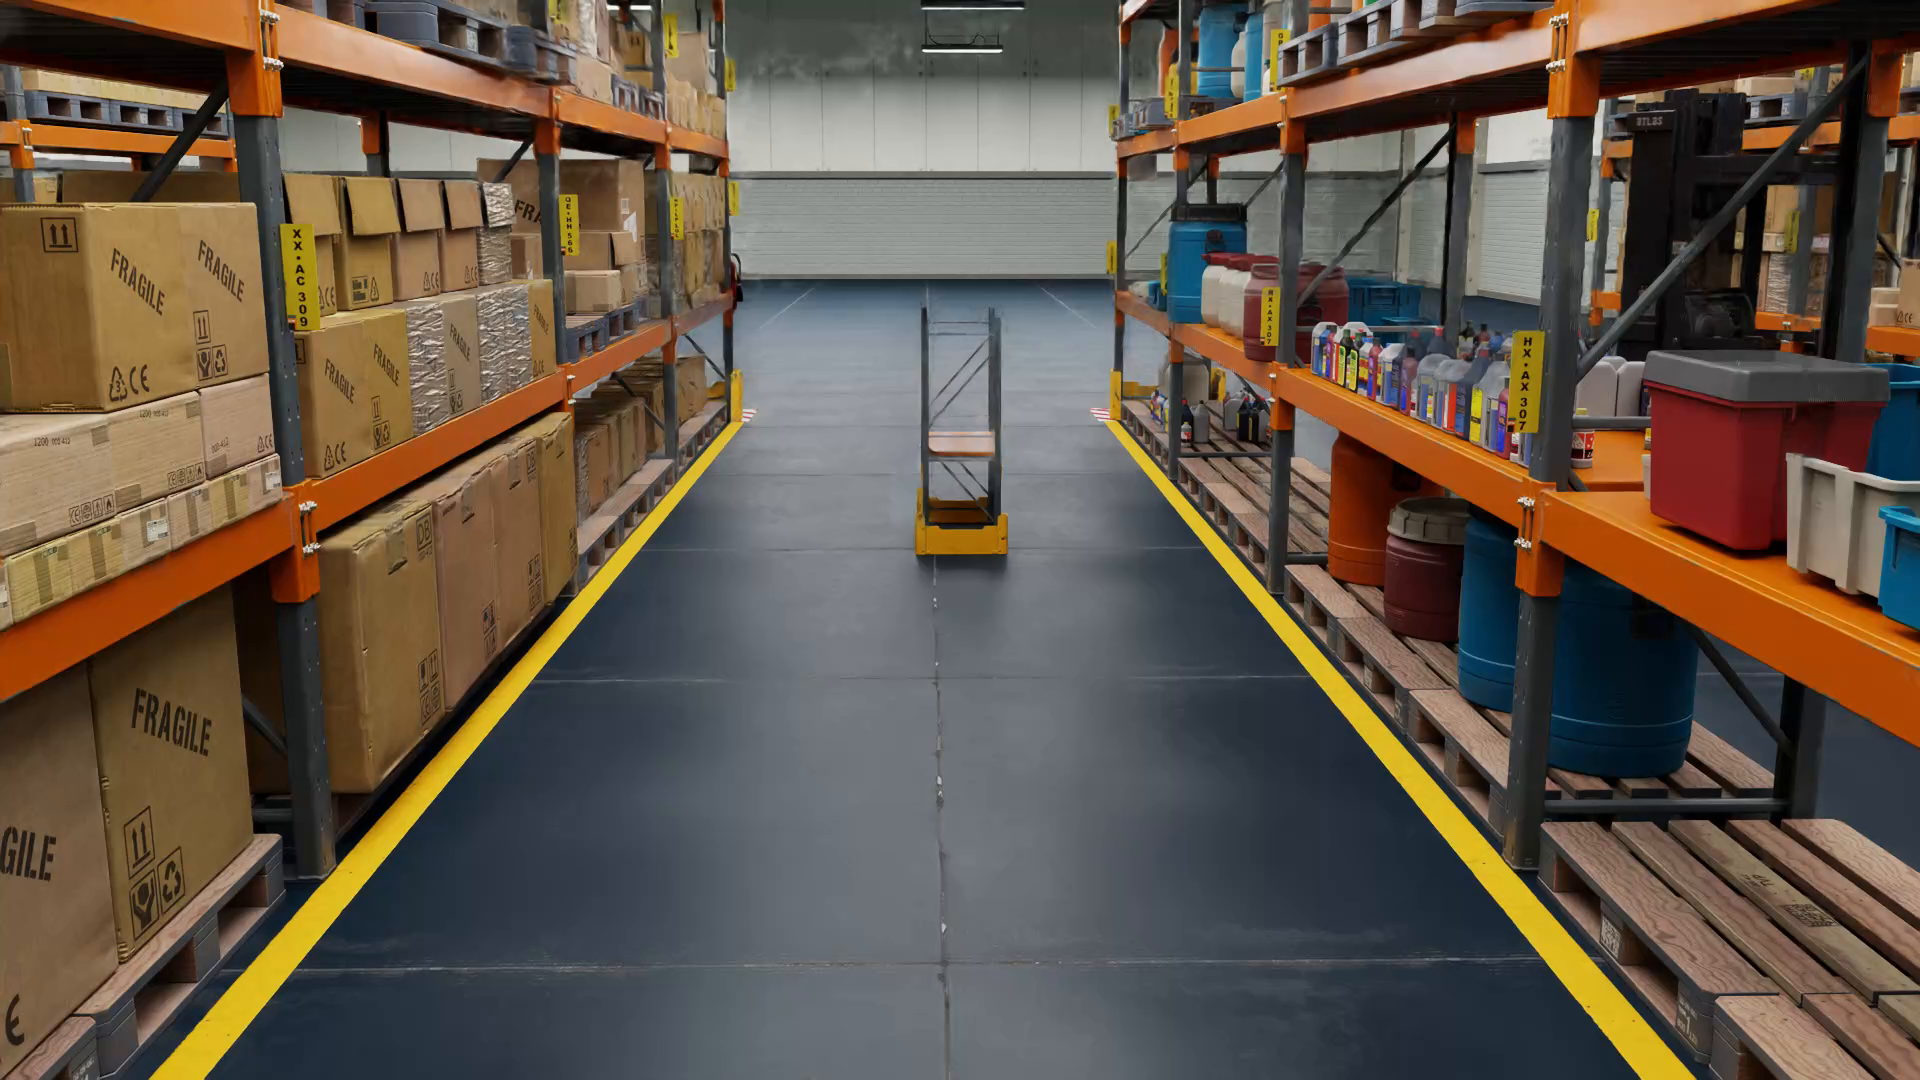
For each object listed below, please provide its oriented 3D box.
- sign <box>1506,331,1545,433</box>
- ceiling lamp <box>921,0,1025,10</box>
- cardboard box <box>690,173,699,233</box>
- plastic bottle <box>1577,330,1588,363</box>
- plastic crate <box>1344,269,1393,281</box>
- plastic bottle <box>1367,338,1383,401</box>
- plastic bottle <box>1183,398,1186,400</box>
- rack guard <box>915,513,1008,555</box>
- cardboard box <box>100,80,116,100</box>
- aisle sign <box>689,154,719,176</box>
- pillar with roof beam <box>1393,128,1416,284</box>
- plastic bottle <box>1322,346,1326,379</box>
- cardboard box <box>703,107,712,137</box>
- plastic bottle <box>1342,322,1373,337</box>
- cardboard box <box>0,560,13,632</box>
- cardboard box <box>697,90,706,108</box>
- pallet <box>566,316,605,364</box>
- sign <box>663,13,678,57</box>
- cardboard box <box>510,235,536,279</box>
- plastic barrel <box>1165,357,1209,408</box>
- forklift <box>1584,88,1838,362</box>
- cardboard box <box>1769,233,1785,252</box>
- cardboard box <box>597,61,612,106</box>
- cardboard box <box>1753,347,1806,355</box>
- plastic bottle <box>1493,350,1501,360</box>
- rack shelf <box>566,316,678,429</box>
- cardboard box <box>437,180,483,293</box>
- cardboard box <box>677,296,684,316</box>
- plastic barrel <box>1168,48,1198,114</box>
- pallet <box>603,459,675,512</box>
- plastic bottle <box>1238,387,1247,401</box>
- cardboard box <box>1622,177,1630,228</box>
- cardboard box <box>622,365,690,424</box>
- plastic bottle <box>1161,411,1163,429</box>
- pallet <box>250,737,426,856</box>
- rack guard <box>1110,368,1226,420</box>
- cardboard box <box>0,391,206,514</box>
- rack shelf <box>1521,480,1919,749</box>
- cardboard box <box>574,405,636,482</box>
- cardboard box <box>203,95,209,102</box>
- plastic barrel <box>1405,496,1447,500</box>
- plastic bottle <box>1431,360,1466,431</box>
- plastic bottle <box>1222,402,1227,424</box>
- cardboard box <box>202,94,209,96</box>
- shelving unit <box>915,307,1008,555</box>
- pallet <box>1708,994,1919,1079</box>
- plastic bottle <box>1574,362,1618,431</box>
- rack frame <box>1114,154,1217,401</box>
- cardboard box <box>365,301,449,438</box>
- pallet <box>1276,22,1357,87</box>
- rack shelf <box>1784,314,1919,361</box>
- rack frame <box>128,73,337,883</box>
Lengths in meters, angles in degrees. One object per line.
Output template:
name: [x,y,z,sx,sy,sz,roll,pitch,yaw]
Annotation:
sign: [1.803,-0.503,5.300,0.100,0.325,0.005,0,11,-1]
ceiling lamp: [0.239,-11.795,31.884,2.000,3.185,0.800,0,11,-1]
cardboard box: [-2.541,-2.914,14.362,0.500,0.500,0.500,0,11,-1]
plastic bottle: [2.697,-0.740,7.285,0.144,0.351,0.185,0,11,-1]
plastic crate: [2.543,-1.519,10.840,0.402,0.464,0.583,0,11,-1]
plastic bottle: [1.934,-0.790,7.704,0.061,0.283,0.133,0,11,-1]
plastic bottle: [1.982,-1.106,14.694,0.061,0.283,0.133,0,11,-1]
rack guard: [0.009,-0.039,10.621,0.587,0.250,0.087,0,11,-1]
cardboard box: [-7.416,-3.817,14.110,0.380,0.149,0.250,0,11,-2]
aisle sign: [-2.549,-4.022,16.803,0.394,0.787,0.004,0,11,-1]
pillar with roof beam: [7.965,-11.546,45.339,9.100,9.000,0.548,0,11,-1]
plastic bottle: [1.933,-0.938,8.636,0.097,0.201,0.097,0,11,0]
cardboard box: [-2.568,-3.835,15.253,0.500,0.250,0.500,0,11,0]
plastic bottle: [2.108,-1.017,8.841,0.152,0.276,0.135,0,11,-1]
cardboard box: [-2.234,0.139,3.461,0.380,0.149,0.250,0,11,0]
cardboard box: [-2.510,-4.014,15.131,0.380,0.149,0.250,-1,11,-4]
pallet: [-2.803,-1.192,9.871,1.213,0.211,1.003,0,11,-1]
sign: [-2.210,-3.859,12.701,0.100,0.325,0.005,0,11,-1]
cardboard box: [-2.733,-1.506,9.633,0.500,0.500,0.500,-2,12,-8]
plastic barrel: [2.205,-1.512,16.166,0.421,0.512,0.421,0,11,0]
forklift: [5.288,-1.510,11.132,1.130,2.935,3.031,-10,15,-39]
cardboard box: [6.917,-2.449,13.702,0.380,0.149,0.250,0,11,-2]
cardboard box: [-2.468,-2.840,10.345,0.500,0.250,0.500,0,11,0]
cardboard box: [6.913,-1.396,14.370,0.500,0.500,0.500,0,11,-1]
plastic bottle: [2.700,-0.862,8.263,0.097,0.201,0.097,0,11,0]
rack shelf: [-2.723,-1.190,11.187,1.077,0.370,4.000,0,11,-1]
cardboard box: [-2.672,-1.410,7.691,0.797,0.503,0.637,0,11,0]
cardboard box: [-2.460,-1.910,13.562,0.380,0.149,0.250,0,11,-1]
plastic barrel: [2.255,-4.297,15.622,0.600,0.588,0.600,0,11,0]
pallet: [-2.747,-0.418,12.590,1.003,0.211,1.213,0,11,-1]
plastic bottle: [2.569,-1.199,14.978,0.144,0.351,0.185,0,11,1]
cardboard box: [7.055,-3.356,16.543,0.700,0.500,0.500,0,11,-1]
cardboard box: [-2.810,-1.348,15.391,0.500,0.500,0.500,1,11,4]
plastic bottle: [1.846,-1.089,14.814,0.097,0.201,0.097,0,11,0]
pallet: [-2.690,0.864,6.269,1.003,0.211,1.213,0,11,-1]
rack guard: [2.153,-1.515,17.270,1.175,0.500,0.348,0,11,-1]
cardboard box: [-2.315,-0.232,4.288,0.500,0.250,0.500,0,11,1]
rack shelf: [2.394,0.380,3.449,1.077,0.370,4.000,0,11,-1]
cardboard box: [-2.782,-0.713,12.211,0.700,0.500,0.500,0,11,-2]
cardboard box: [-7.458,-4.221,16.103,0.380,0.149,0.250,0,11,-1]
plastic barrel: [2.398,0.058,8.432,0.421,0.512,0.421,0,11,0]
plastic bottle: [2.001,-0.586,6.713,0.152,0.276,0.135,0,11,-1]
plastic bottle: [2.437,-1.154,15.135,0.097,0.201,0.097,0,11,0]
cardboard box: [-7.519,-4.435,16.155,0.500,0.250,0.500,0,11,0]
shelving unit: [-0.002,-0.750,10.985,0.587,1.500,1.083,0,11,-1]
pallet: [2.435,1.386,3.696,1.003,0.211,1.213,0,11,-1]
plastic bottle: [2.553,-0.586,6.715,0.152,0.276,0.135,0,11,-1]
rack frame: [2.105,-2.755,17.095,1.000,3.000,0.127,0,11,-1]
cardboard box: [-2.380,-0.690,6.666,0.500,0.500,0.500,0,11,-2]
pallet: [2.188,-2.390,8.226,1.003,0.211,1.213,0,11,-1]
rack shelf: [7.181,-1.229,11.384,1.077,0.370,4.000,0,11,-1]
rack frame: [-2.599,-0.349,5.237,1.000,3.000,0.127,0,11,-1]
